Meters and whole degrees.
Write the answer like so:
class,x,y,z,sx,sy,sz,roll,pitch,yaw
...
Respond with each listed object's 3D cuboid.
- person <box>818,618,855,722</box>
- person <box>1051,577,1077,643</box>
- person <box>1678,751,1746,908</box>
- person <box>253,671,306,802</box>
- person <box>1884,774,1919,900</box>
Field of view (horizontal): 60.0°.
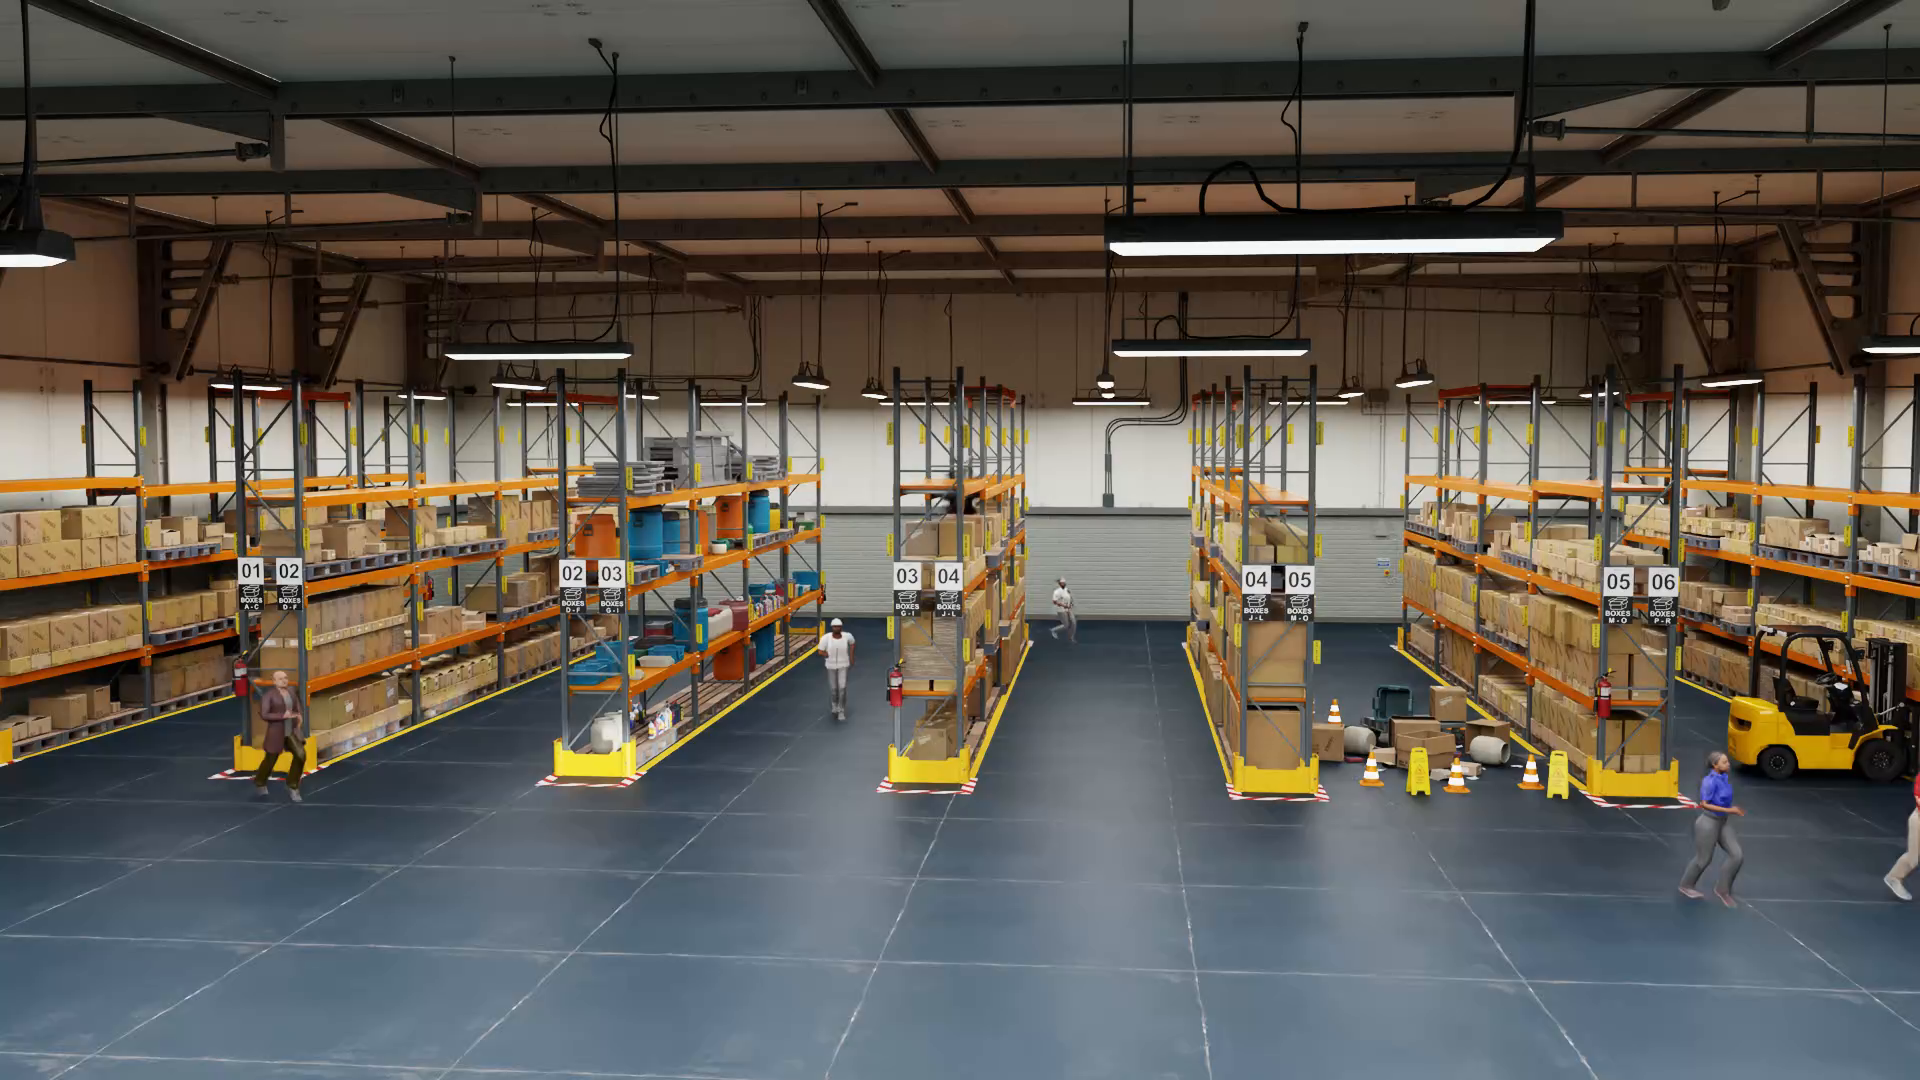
class,x,y,z,sx,sy,sz,roll,pitch,yaw
person,-2.198,2.274,29.562,0.640,1.796,0.890,0,4,2
person,2.488,1.698,40.429,0.600,1.630,0.590,3,5,40
person,8.048,3.092,17.722,0.563,1.705,0.717,-3,4,-36
person,-9.341,2.696,22.906,0.971,1.824,0.733,3,4,37
person,10.262,3.070,17.606,0.643,1.817,0.833,-2,4,-23
